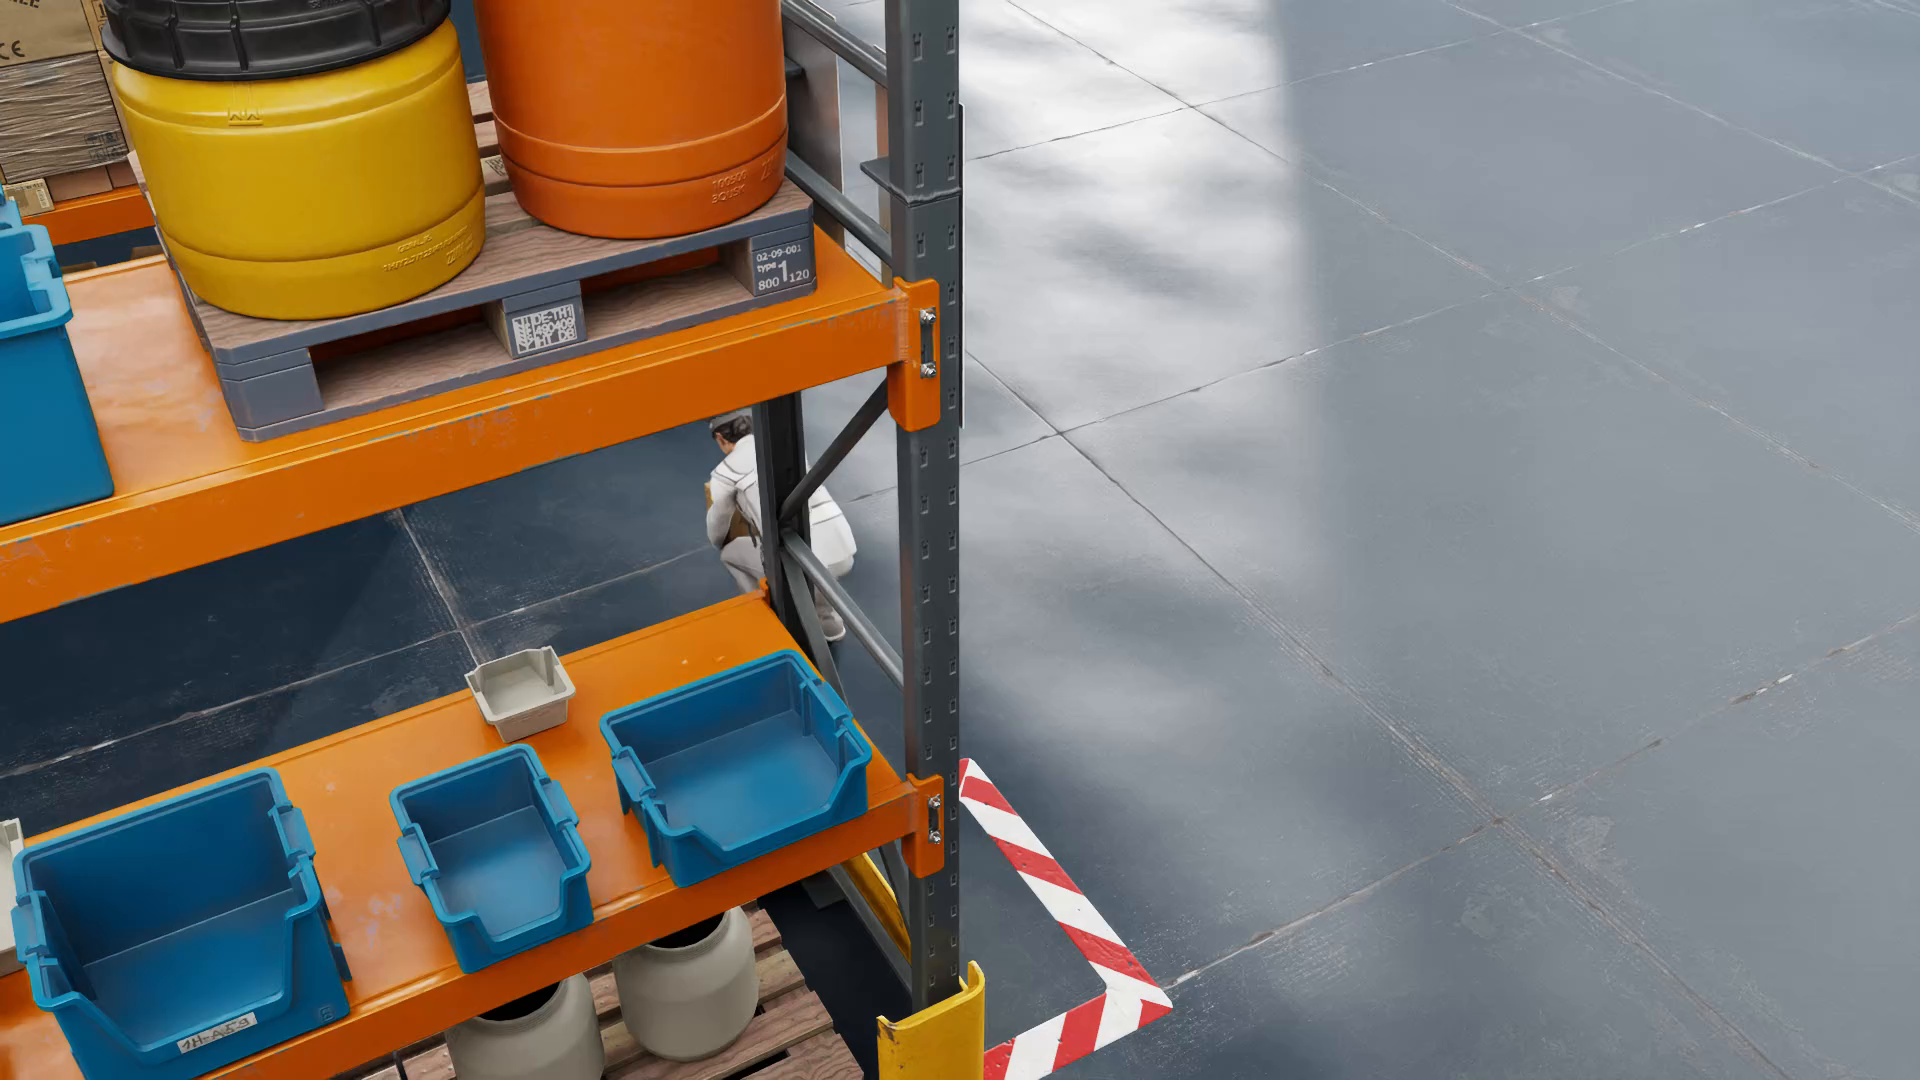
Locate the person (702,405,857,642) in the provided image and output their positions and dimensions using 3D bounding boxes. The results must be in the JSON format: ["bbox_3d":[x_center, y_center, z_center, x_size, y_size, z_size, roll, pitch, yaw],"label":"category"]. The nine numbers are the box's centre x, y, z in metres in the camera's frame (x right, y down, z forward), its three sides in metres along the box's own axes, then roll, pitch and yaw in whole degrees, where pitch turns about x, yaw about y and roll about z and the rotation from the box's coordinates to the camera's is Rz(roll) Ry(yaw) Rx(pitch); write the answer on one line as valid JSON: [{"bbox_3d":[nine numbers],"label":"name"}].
[{"bbox_3d":[-0.757,-0.064,6.813,0.459,0.981,0.855,-20,42,-25],"label":"person"}]
